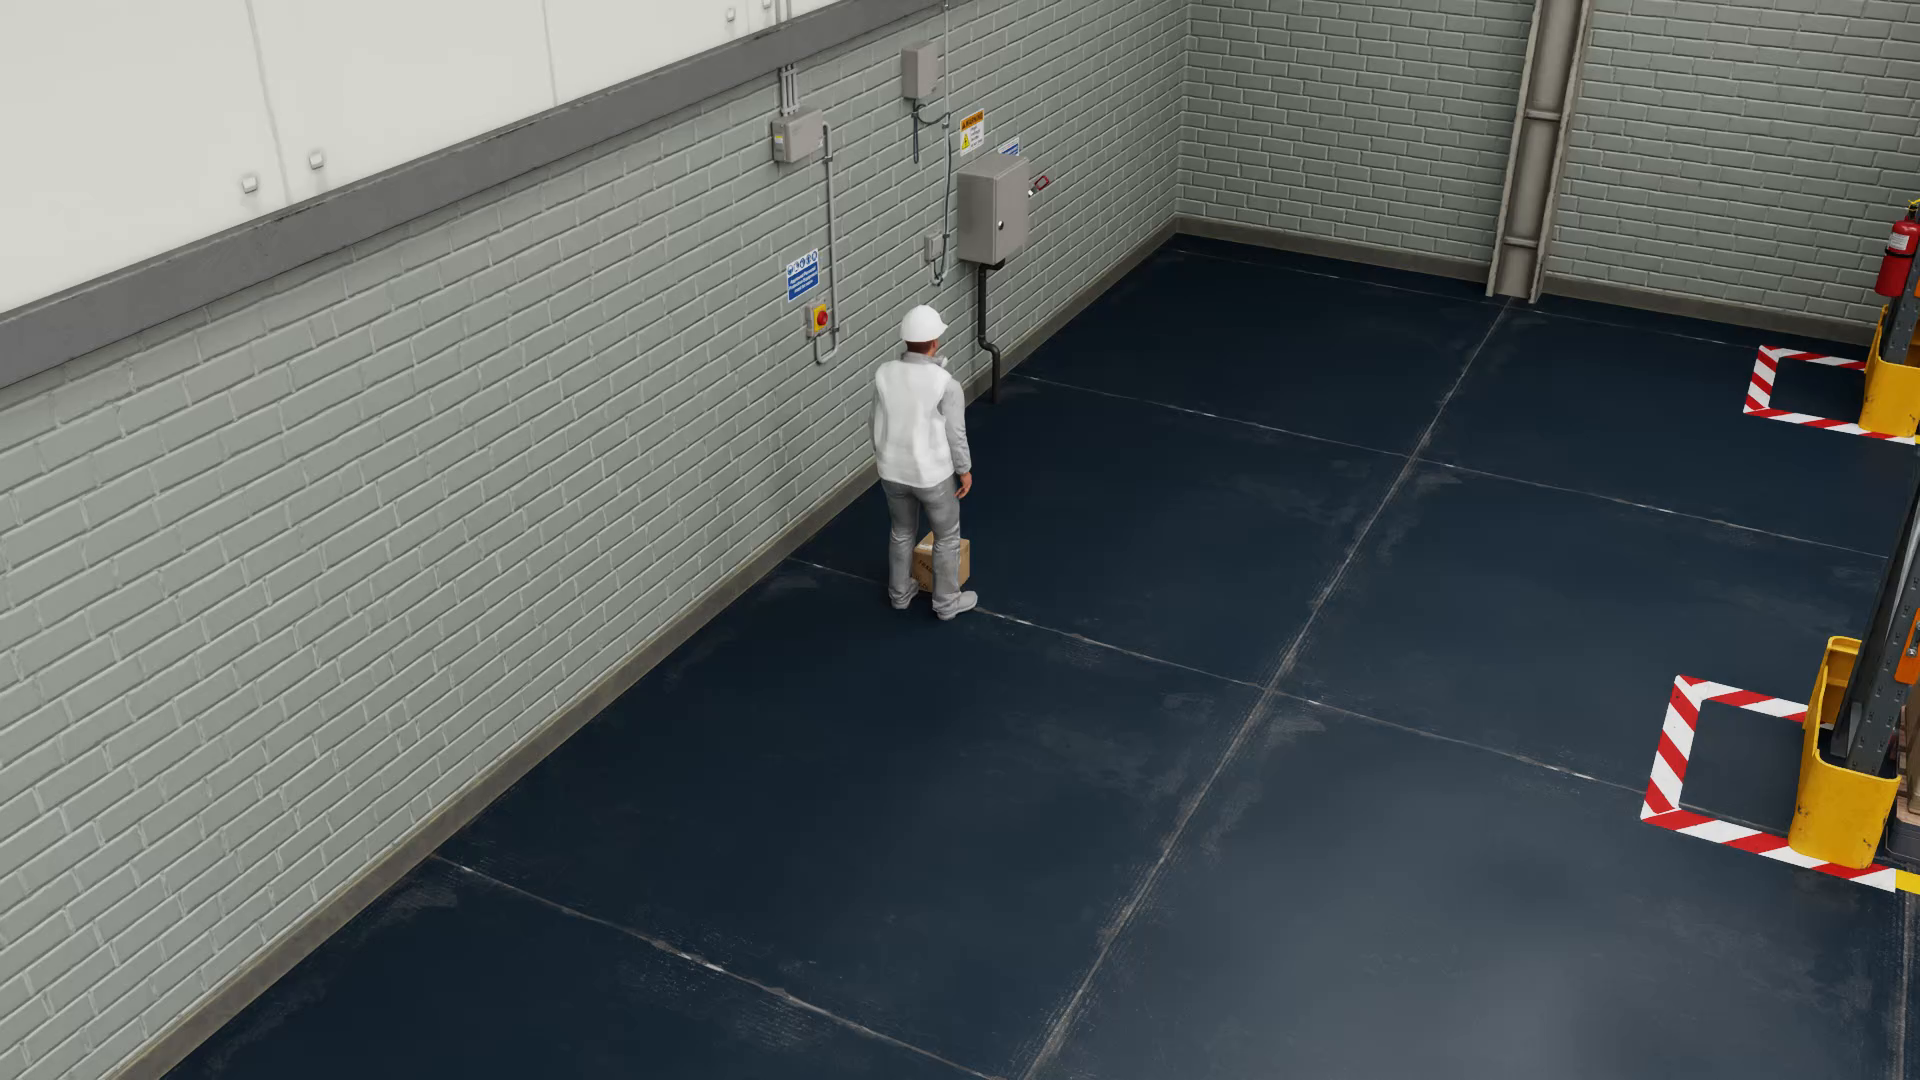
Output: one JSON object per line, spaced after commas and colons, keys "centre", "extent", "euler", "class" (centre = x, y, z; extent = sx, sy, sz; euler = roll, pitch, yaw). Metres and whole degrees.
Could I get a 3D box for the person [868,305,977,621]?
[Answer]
{"centre": [-0.210, -0.402, 8.969], "extent": [0.580, 1.769, 0.461], "euler": [14, 33, 23], "class": "person"}
